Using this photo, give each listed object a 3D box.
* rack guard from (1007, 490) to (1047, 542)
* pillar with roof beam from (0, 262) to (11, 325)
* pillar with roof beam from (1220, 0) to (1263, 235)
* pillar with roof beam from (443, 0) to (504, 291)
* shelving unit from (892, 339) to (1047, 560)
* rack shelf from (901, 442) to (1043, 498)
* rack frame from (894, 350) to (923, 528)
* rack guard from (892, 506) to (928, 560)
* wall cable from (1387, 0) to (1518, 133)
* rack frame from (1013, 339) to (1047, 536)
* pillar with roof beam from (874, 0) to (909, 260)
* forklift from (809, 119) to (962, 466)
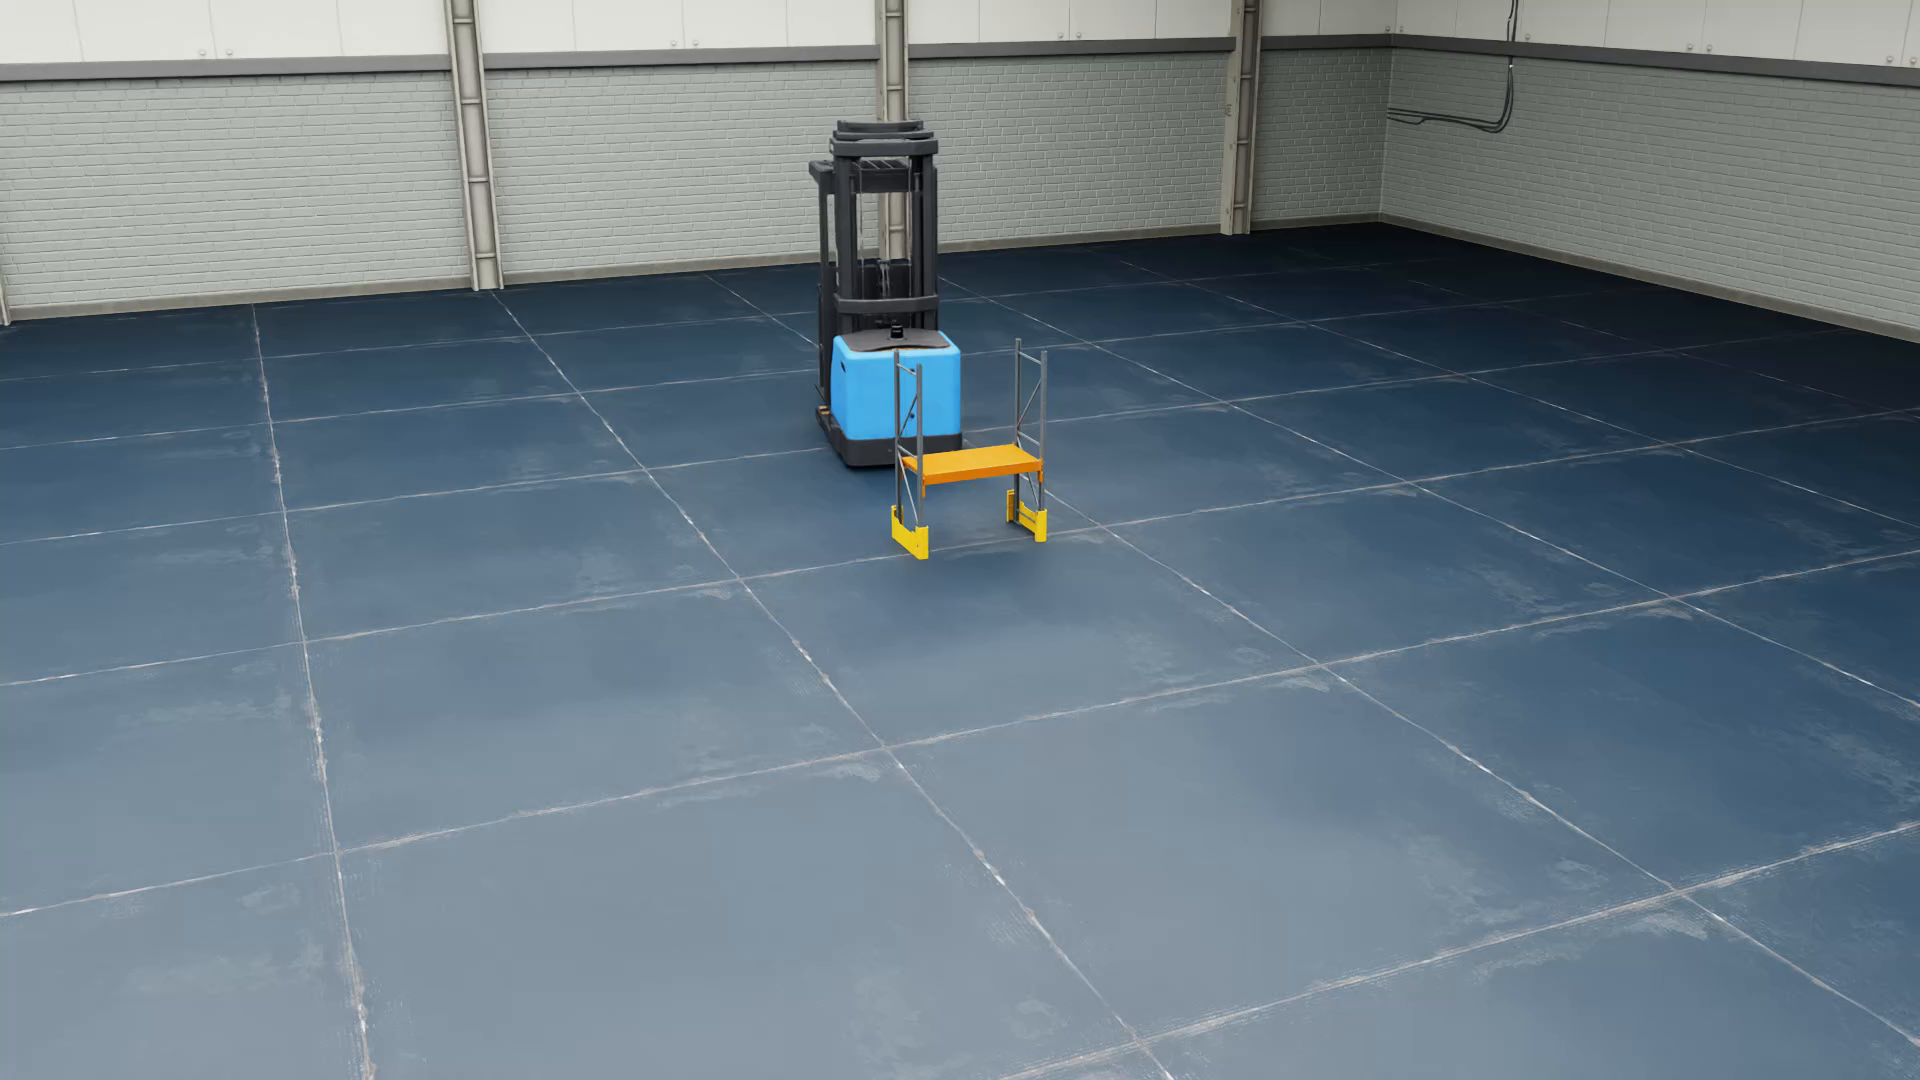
[{"bbox_3d":[0.527,-0.193,13.195,0.087,0.250,0.587,-8,21,-22],"label":"rack guard"},{"bbox_3d":[-10.303,-5.613,15.413,0.400,9.000,9.100,-8,21,-22],"label":"pillar with roof beam"},{"bbox_3d":[6.224,-7.981,22.138,0.400,9.000,9.100,-8,21,-22],"label":"pillar with roof beam"},{"bbox_3d":[-4.794,-6.402,17.655,0.400,9.000,9.100,-8,21,-22],"label":"pillar with roof beam"},{"bbox_3d":[0.070,-0.717,12.801,1.083,1.500,0.587,-8,21,-22],"label":"shelving unit"},{"bbox_3d":[0.078,-0.549,12.865,1.000,0.185,0.538,-8,21,-22],"label":"rack shelf"},{"bbox_3d":[-0.388,-0.652,12.615,0.032,1.500,0.500,-8,21,-22],"label":"rack frame"},{"bbox_3d":[-0.387,-0.062,12.823,0.087,0.250,0.587,-8,21,-22],"label":"rack guard"},{"bbox_3d":[7.748,-7.813,26.338,0.112,2.526,3.097,-8,21,-22],"label":"wall cable"},{"bbox_3d":[0.545,-0.786,12.995,0.032,1.500,0.500,-8,21,-22],"label":"rack frame"},{"bbox_3d":[0.715,-7.191,19.897,0.400,9.000,9.100,-8,21,-22],"label":"pillar with roof beam"},{"bbox_3d":[-0.800,-2.485,15.666,1.130,2.935,3.031,-4,20,-12],"label":"forklift"}]
